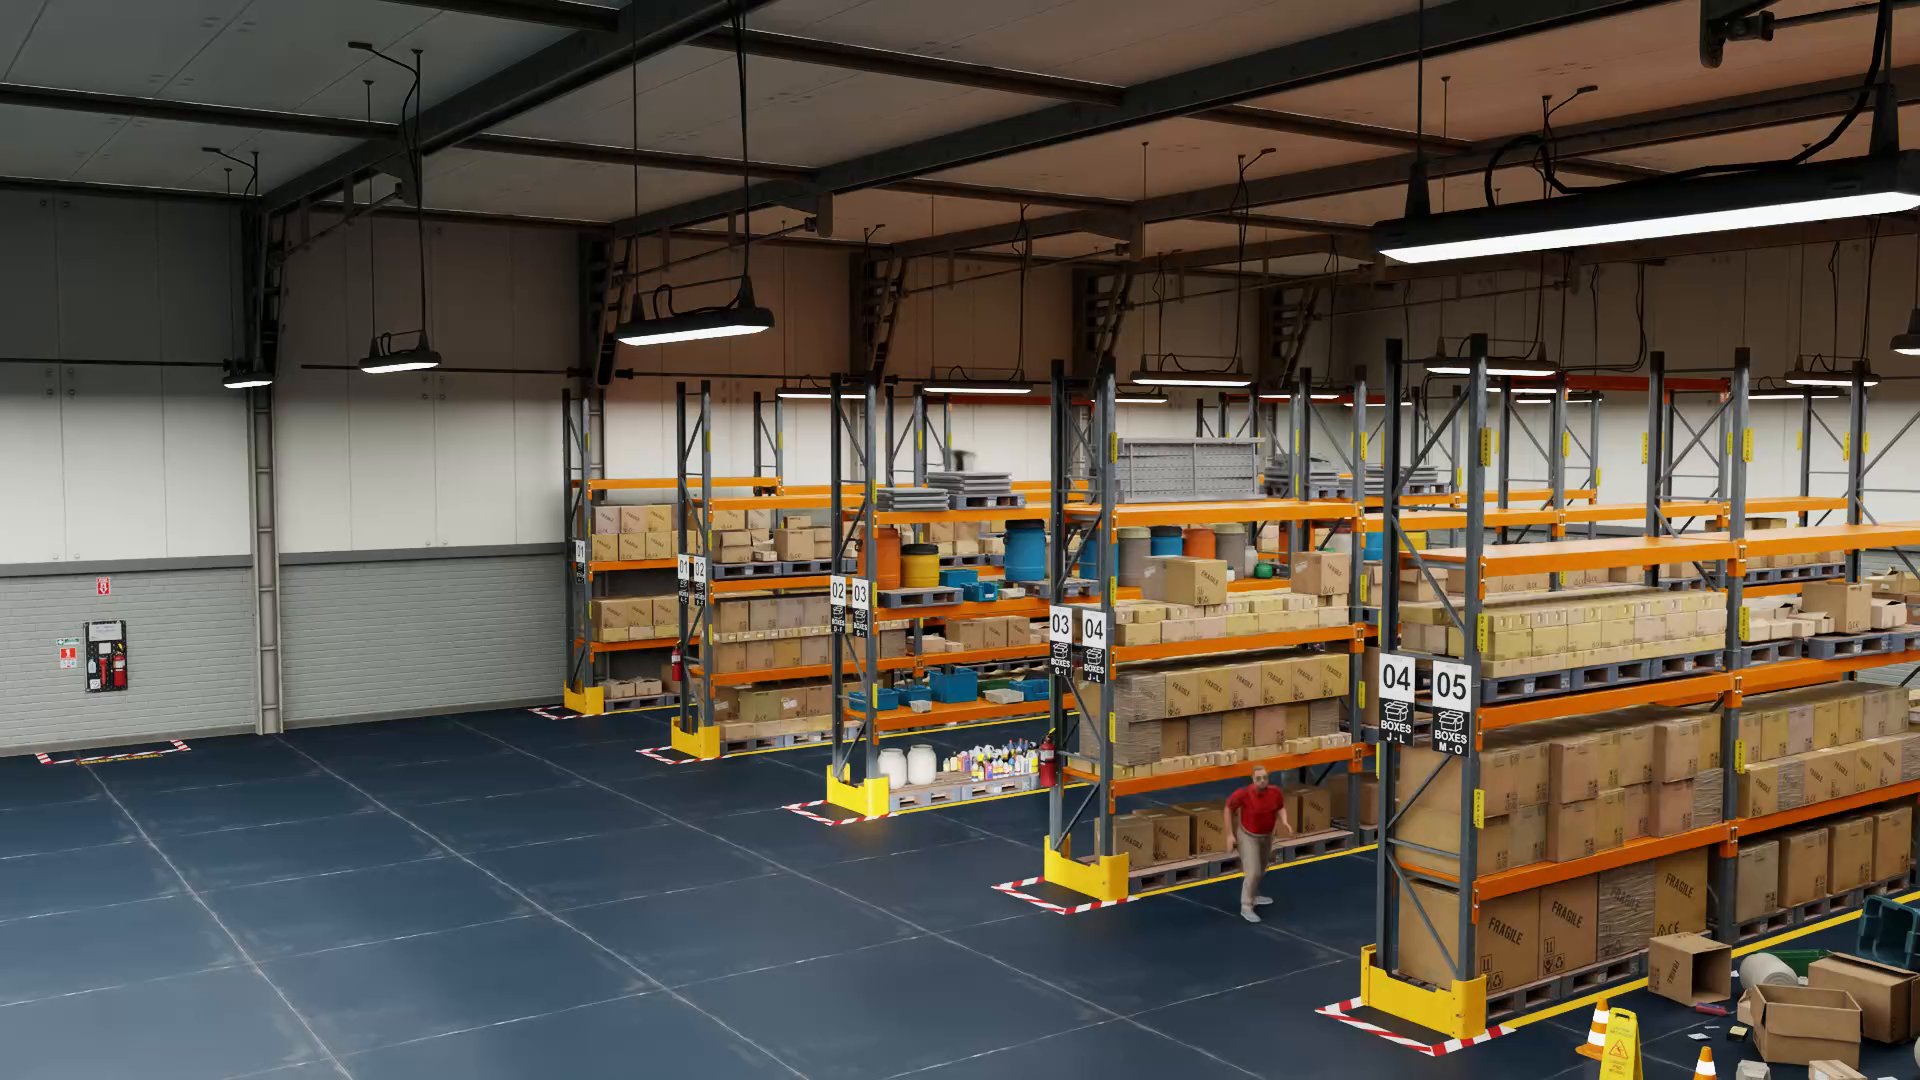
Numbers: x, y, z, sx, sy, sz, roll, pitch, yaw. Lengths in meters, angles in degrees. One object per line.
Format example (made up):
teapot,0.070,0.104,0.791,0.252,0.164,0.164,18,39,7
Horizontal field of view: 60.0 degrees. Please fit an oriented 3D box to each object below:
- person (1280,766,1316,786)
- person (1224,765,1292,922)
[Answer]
person,4.621,2.795,22.918,0.919,1.705,0.602,-1,4,-15
person,3.199,3.204,17.786,0.739,1.660,0.866,-2,4,-28
